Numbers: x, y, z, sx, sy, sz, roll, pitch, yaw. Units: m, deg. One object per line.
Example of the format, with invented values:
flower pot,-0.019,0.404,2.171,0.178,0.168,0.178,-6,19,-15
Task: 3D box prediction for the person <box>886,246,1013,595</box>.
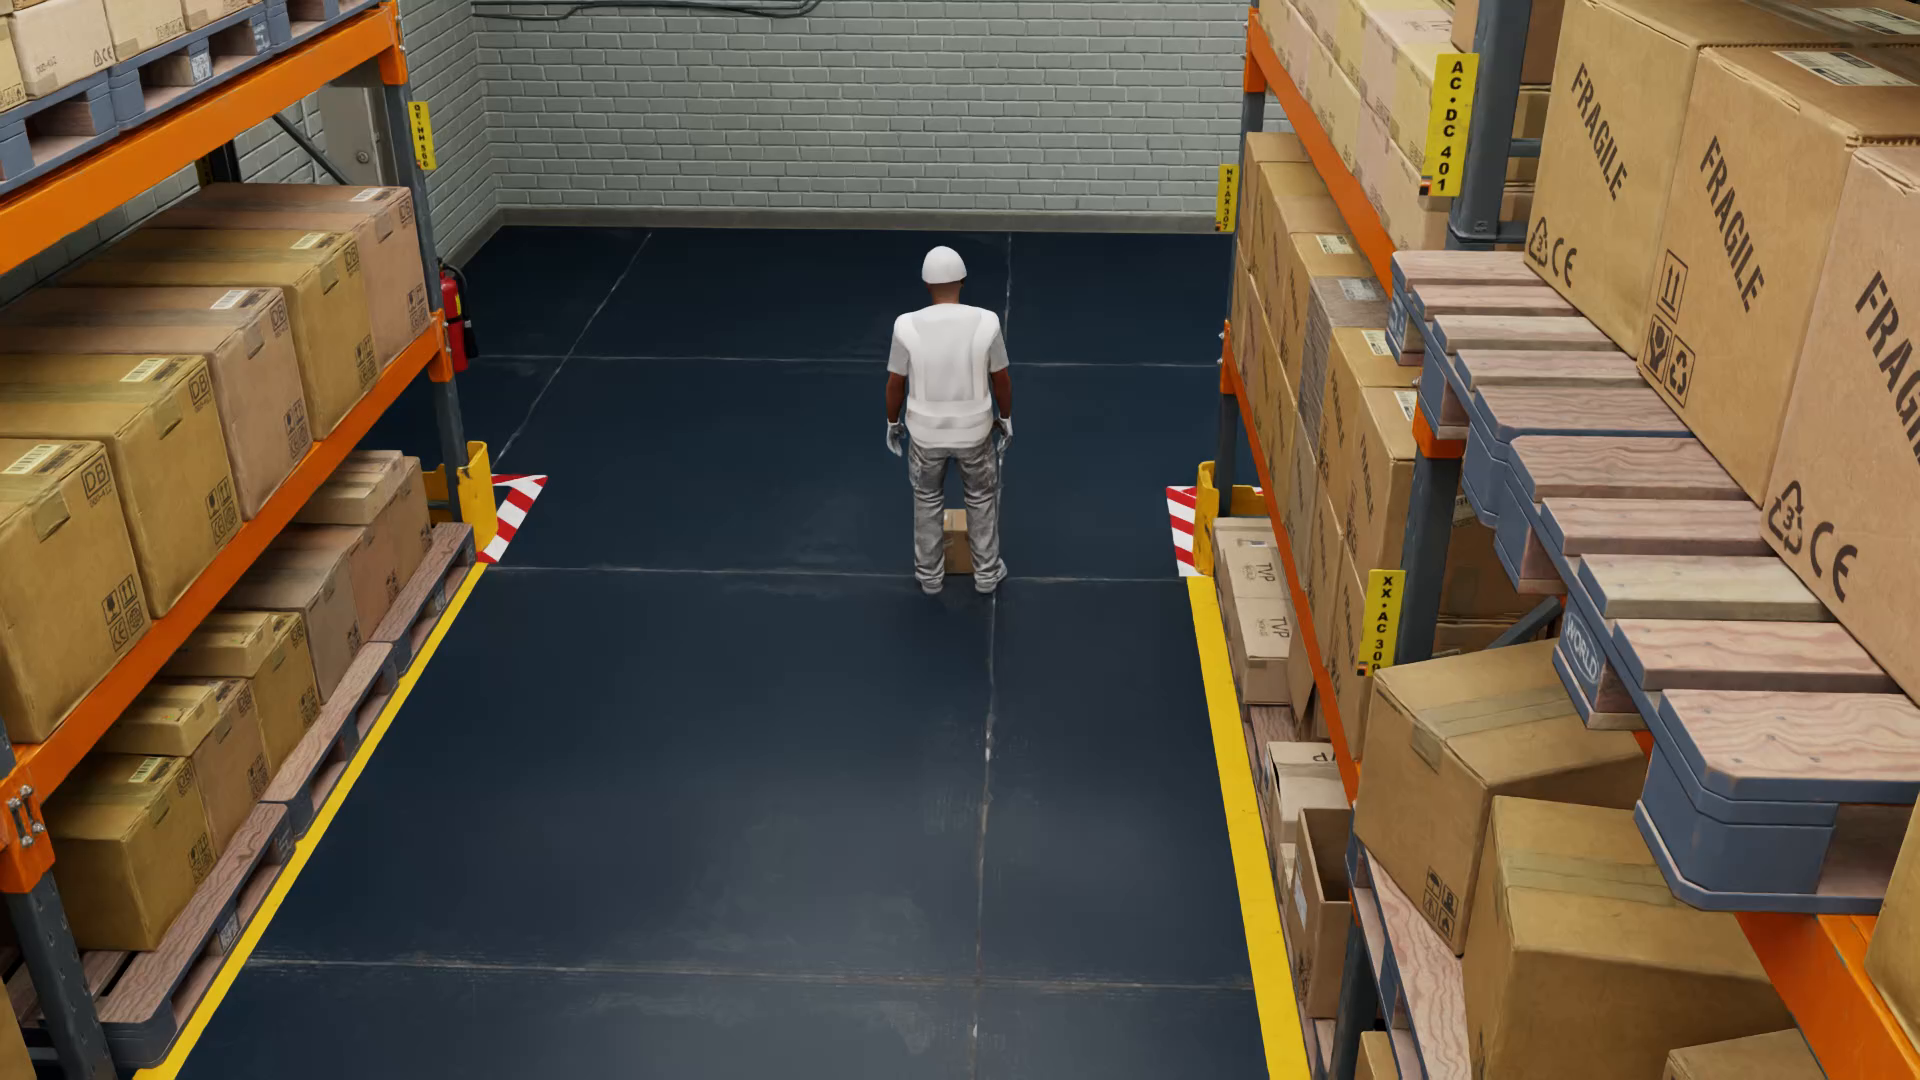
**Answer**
person,-0.051,-0.562,8.178,0.627,1.774,0.450,-1,28,-1
